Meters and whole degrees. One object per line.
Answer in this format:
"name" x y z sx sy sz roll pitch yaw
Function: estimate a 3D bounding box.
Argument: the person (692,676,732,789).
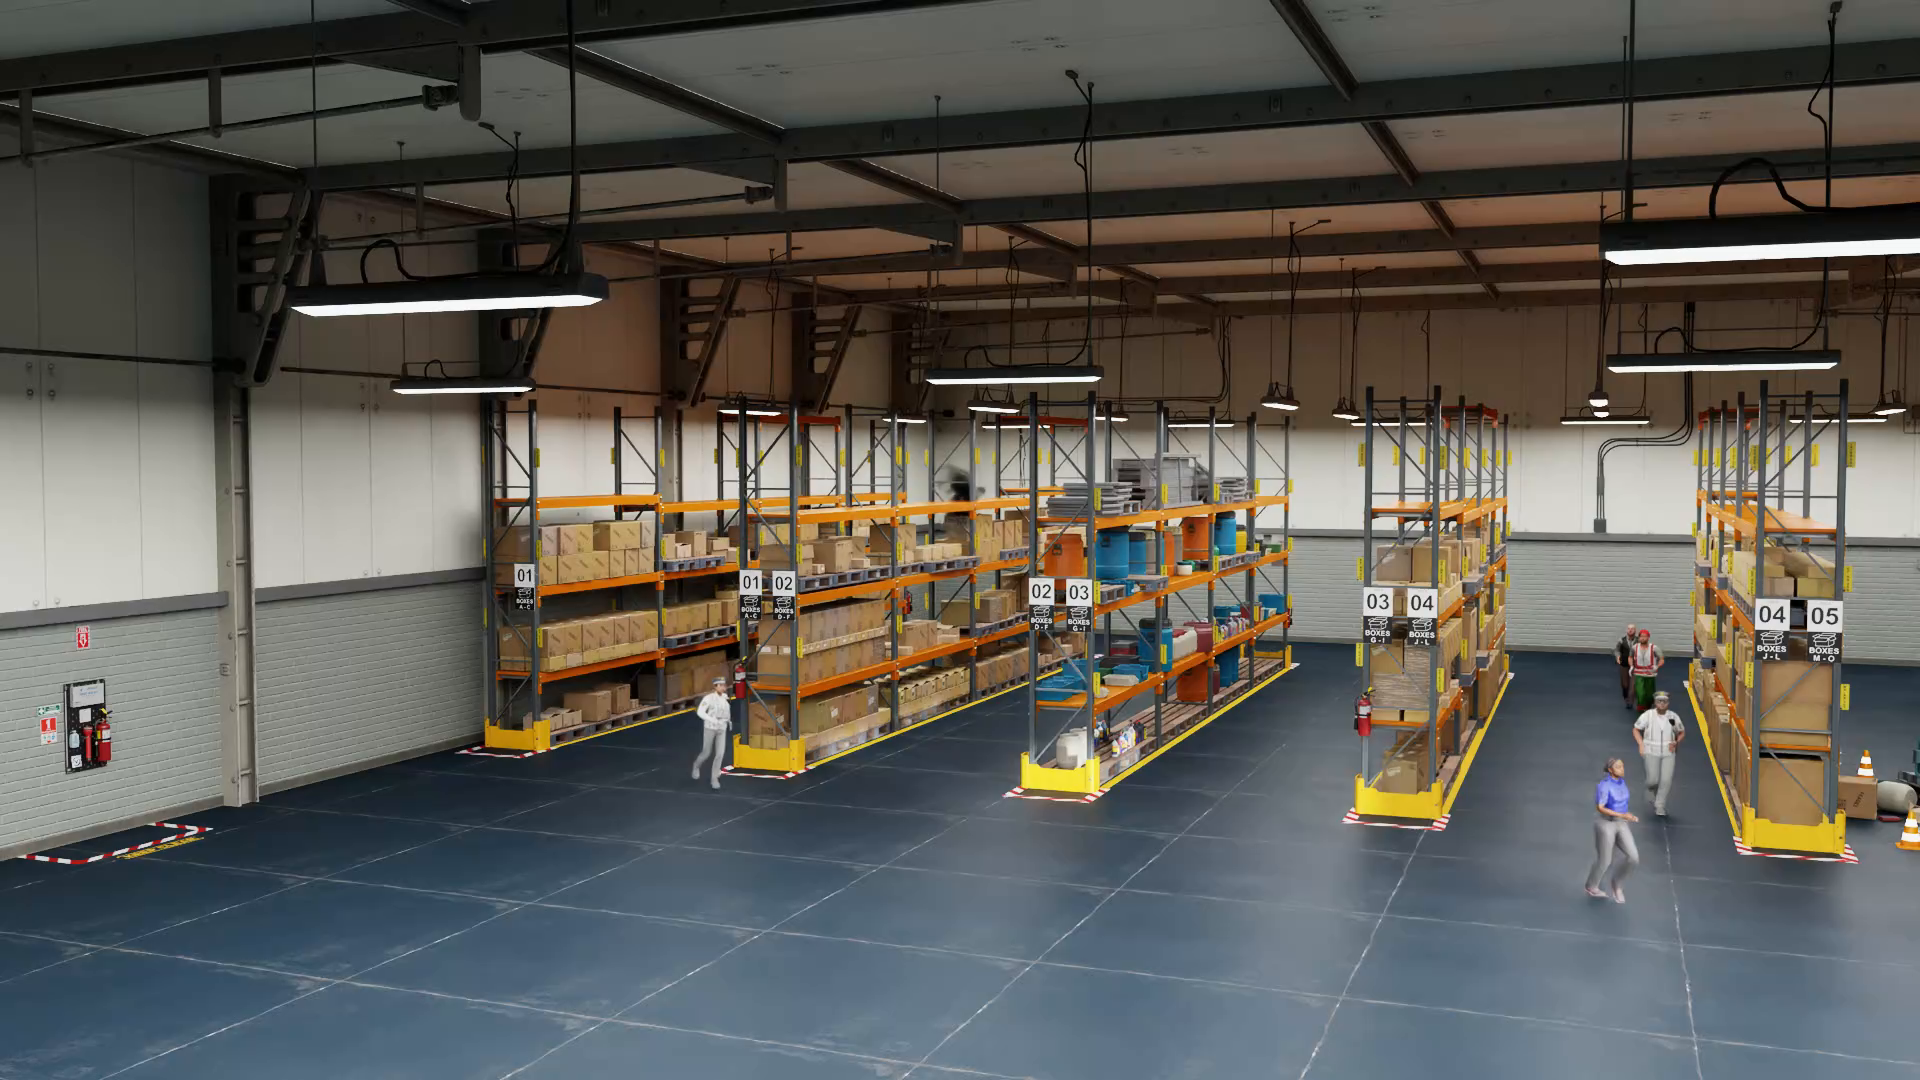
"person" -3.758 2.913 25.496 0.649 1.672 0.851 -2 4 -37

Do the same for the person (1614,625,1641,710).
"person" 13.409 2.537 33.210 0.676 1.690 0.814 1 3 25

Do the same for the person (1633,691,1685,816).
"person" 9.845 2.979 23.401 0.679 1.730 0.619 1 3 13

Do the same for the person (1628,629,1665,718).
"person" 12.865 2.559 31.194 0.648 1.787 0.867 2 3 29

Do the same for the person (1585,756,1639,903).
"person" 7.372 3.272 18.696 0.600 1.692 0.692 -2 3 -29
